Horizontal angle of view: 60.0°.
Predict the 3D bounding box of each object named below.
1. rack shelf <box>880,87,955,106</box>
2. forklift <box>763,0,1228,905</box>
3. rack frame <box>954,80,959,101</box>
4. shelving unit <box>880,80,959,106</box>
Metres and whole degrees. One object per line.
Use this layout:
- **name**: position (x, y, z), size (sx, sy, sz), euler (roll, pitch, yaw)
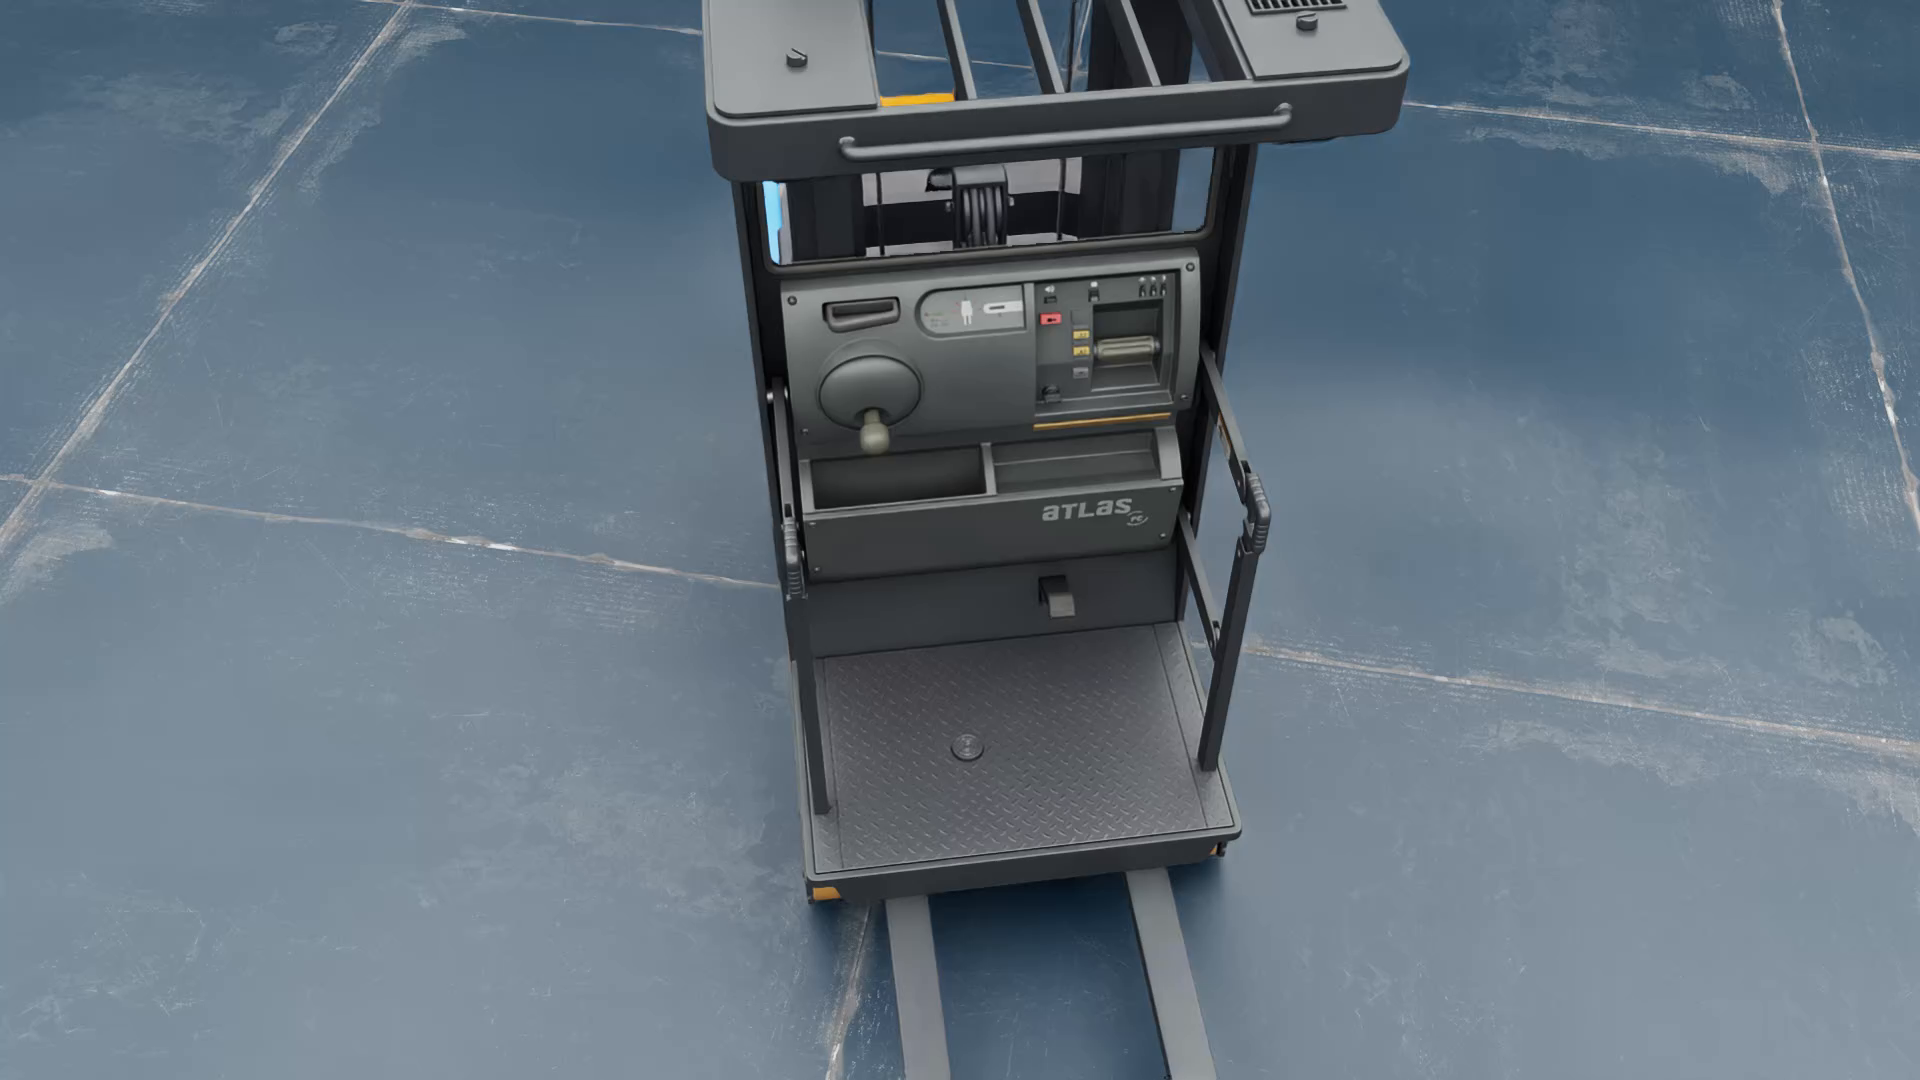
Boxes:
- **rack shelf**: position (-0.235, -1.212, 5.004), size (0.480, 0.148, 0.258), euler (-6, 48, -5)
- **forklift**: position (0.035, -0.699, 3.950), size (1.129, 2.867, 1.939), euler (-6, 48, -5)
- **rack frame**: position (0.007, -0.975, 5.319), size (0.015, 1.200, 0.240), euler (-6, 48, -5)
- **shelving unit**: position (-0.235, -0.950, 5.297), size (0.503, 1.200, 0.258), euler (-6, 48, -5)
